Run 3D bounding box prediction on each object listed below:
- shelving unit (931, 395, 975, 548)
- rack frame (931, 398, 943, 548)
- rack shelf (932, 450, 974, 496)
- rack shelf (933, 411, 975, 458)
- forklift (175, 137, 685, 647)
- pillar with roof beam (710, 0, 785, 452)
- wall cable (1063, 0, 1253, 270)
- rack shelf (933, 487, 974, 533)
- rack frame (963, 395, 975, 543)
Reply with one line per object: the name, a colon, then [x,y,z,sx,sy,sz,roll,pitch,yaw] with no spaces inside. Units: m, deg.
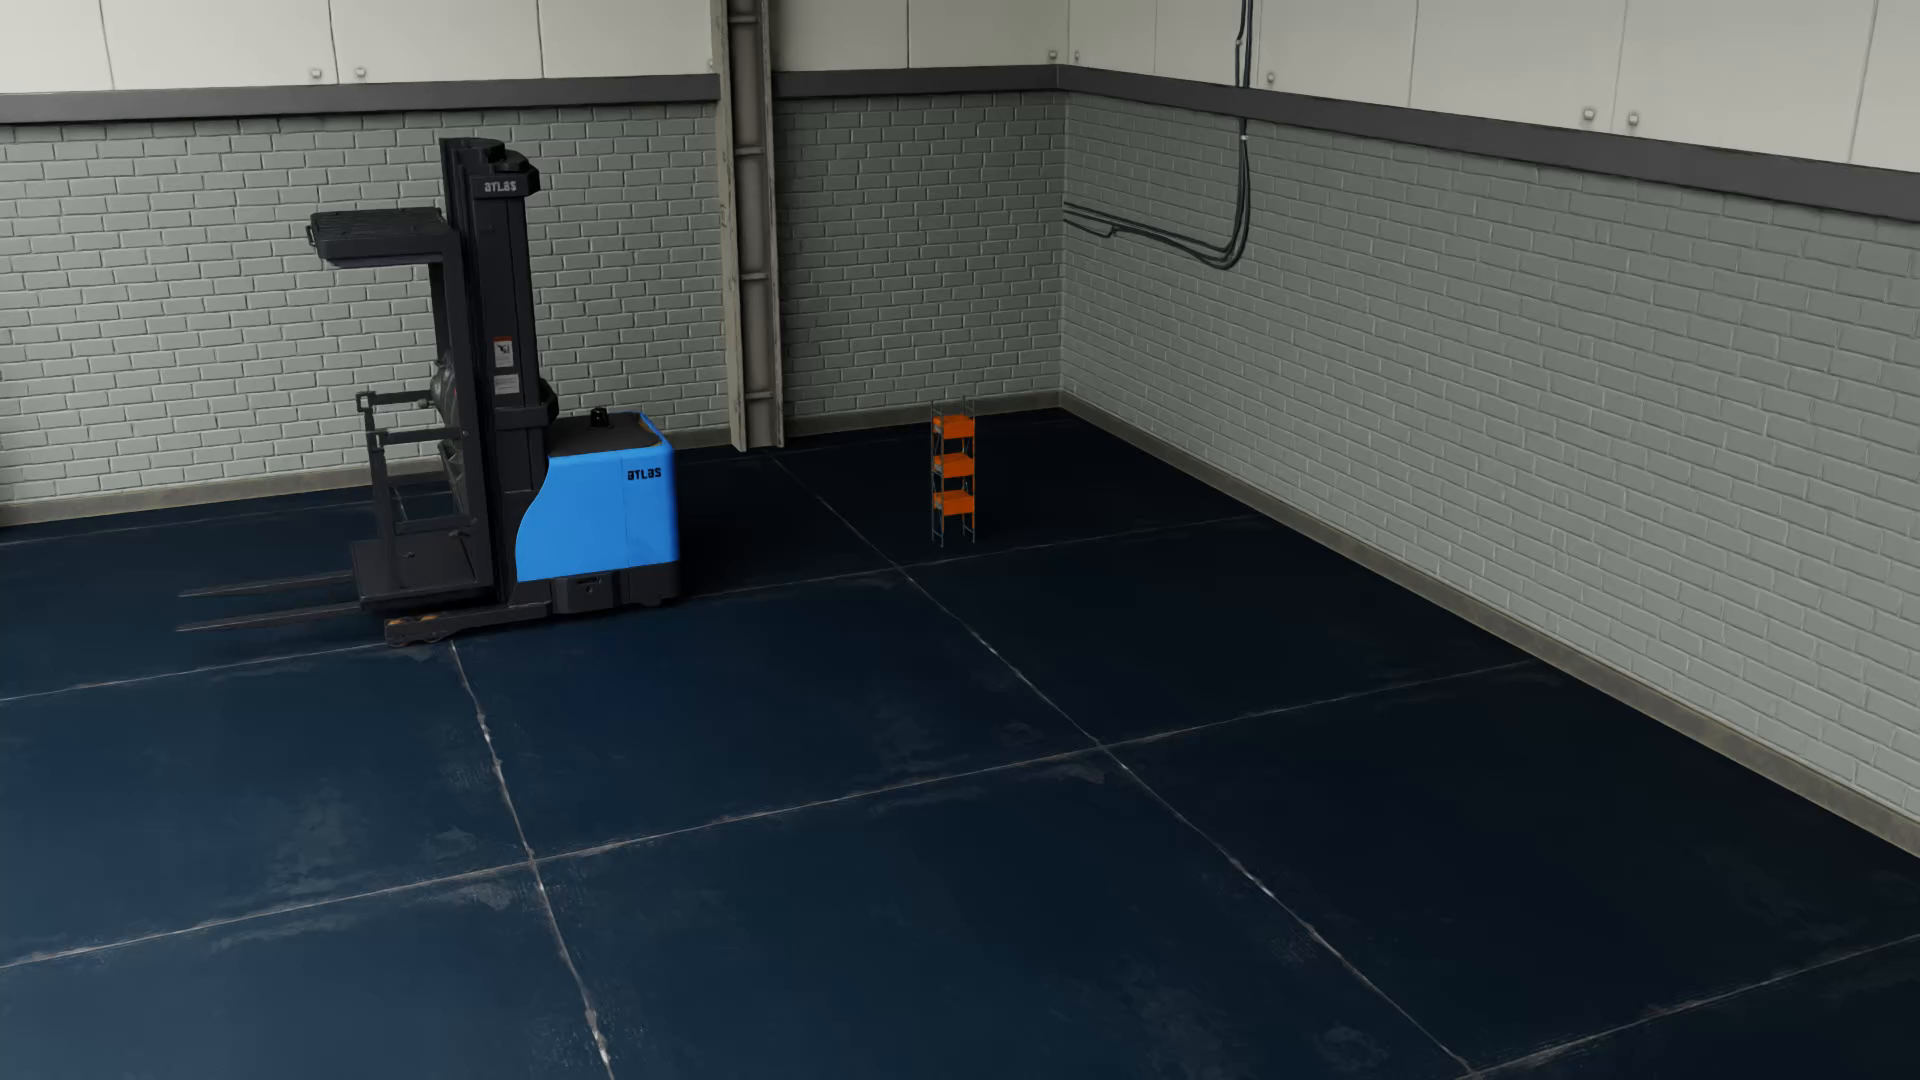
shelving unit: [-0.049,-0.488,11.828,0.252,1.050,0.215,-8,21,-22]
rack frame: [-0.161,-0.472,11.782,0.008,1.050,0.200,-8,21,-22]
rack shelf: [-0.049,-0.478,11.831,0.240,0.259,0.215,-8,21,-22]
rack shelf: [-0.049,-0.746,11.737,0.240,0.259,0.215,-8,21,-22]
forklift: [-3.361,-0.926,10.240,3.031,2.935,1.130,-8,21,-21]
pillar with roof beam: [-0.041,-3.753,9.132,0.400,9.000,9.100,-8,21,-22]
wall cable: [1.483,-3.586,13.331,0.112,2.526,3.097,-8,21,-22]
rack shelf: [-0.049,-0.216,11.924,0.240,0.259,0.215,-8,21,-22]
rack frame: [0.063,-0.504,11.873,0.008,1.050,0.200,-8,21,-22]
